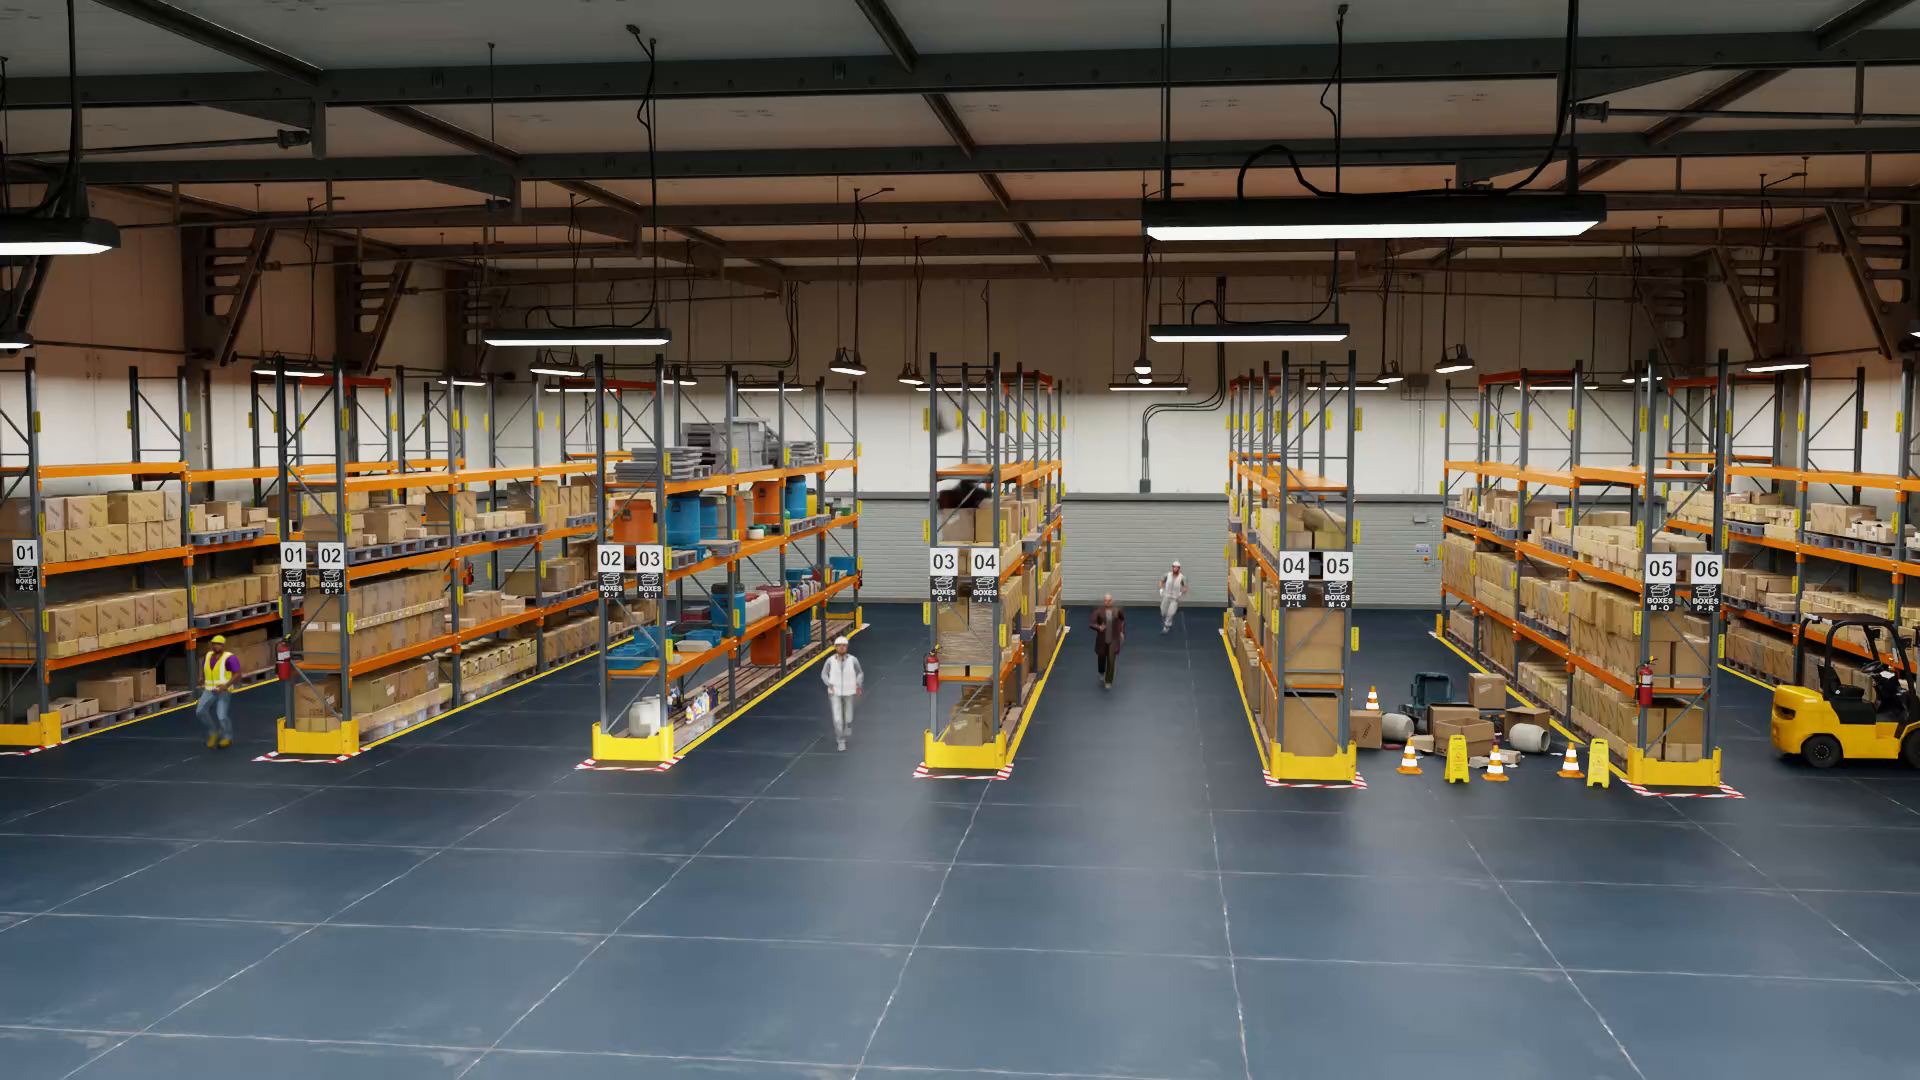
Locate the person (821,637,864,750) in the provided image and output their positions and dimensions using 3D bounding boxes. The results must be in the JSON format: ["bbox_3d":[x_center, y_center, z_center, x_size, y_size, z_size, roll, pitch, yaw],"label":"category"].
[{"bbox_3d":[-1.808,2.344,25.525,0.661,1.731,0.585,0,4,-5],"label":"person"}]

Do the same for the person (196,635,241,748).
[{"bbox_3d":[-11.424,2.326,25.557,0.711,1.743,0.631,1,4,9],"label":"person"}]

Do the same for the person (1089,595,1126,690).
[{"bbox_3d":[2.767,1.896,31.239,0.709,1.757,0.970,0,4,1],"label":"person"}]

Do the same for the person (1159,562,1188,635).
[{"bbox_3d":[5.041,1.371,39.269,0.698,1.737,0.592,1,4,16],"label":"person"}]
